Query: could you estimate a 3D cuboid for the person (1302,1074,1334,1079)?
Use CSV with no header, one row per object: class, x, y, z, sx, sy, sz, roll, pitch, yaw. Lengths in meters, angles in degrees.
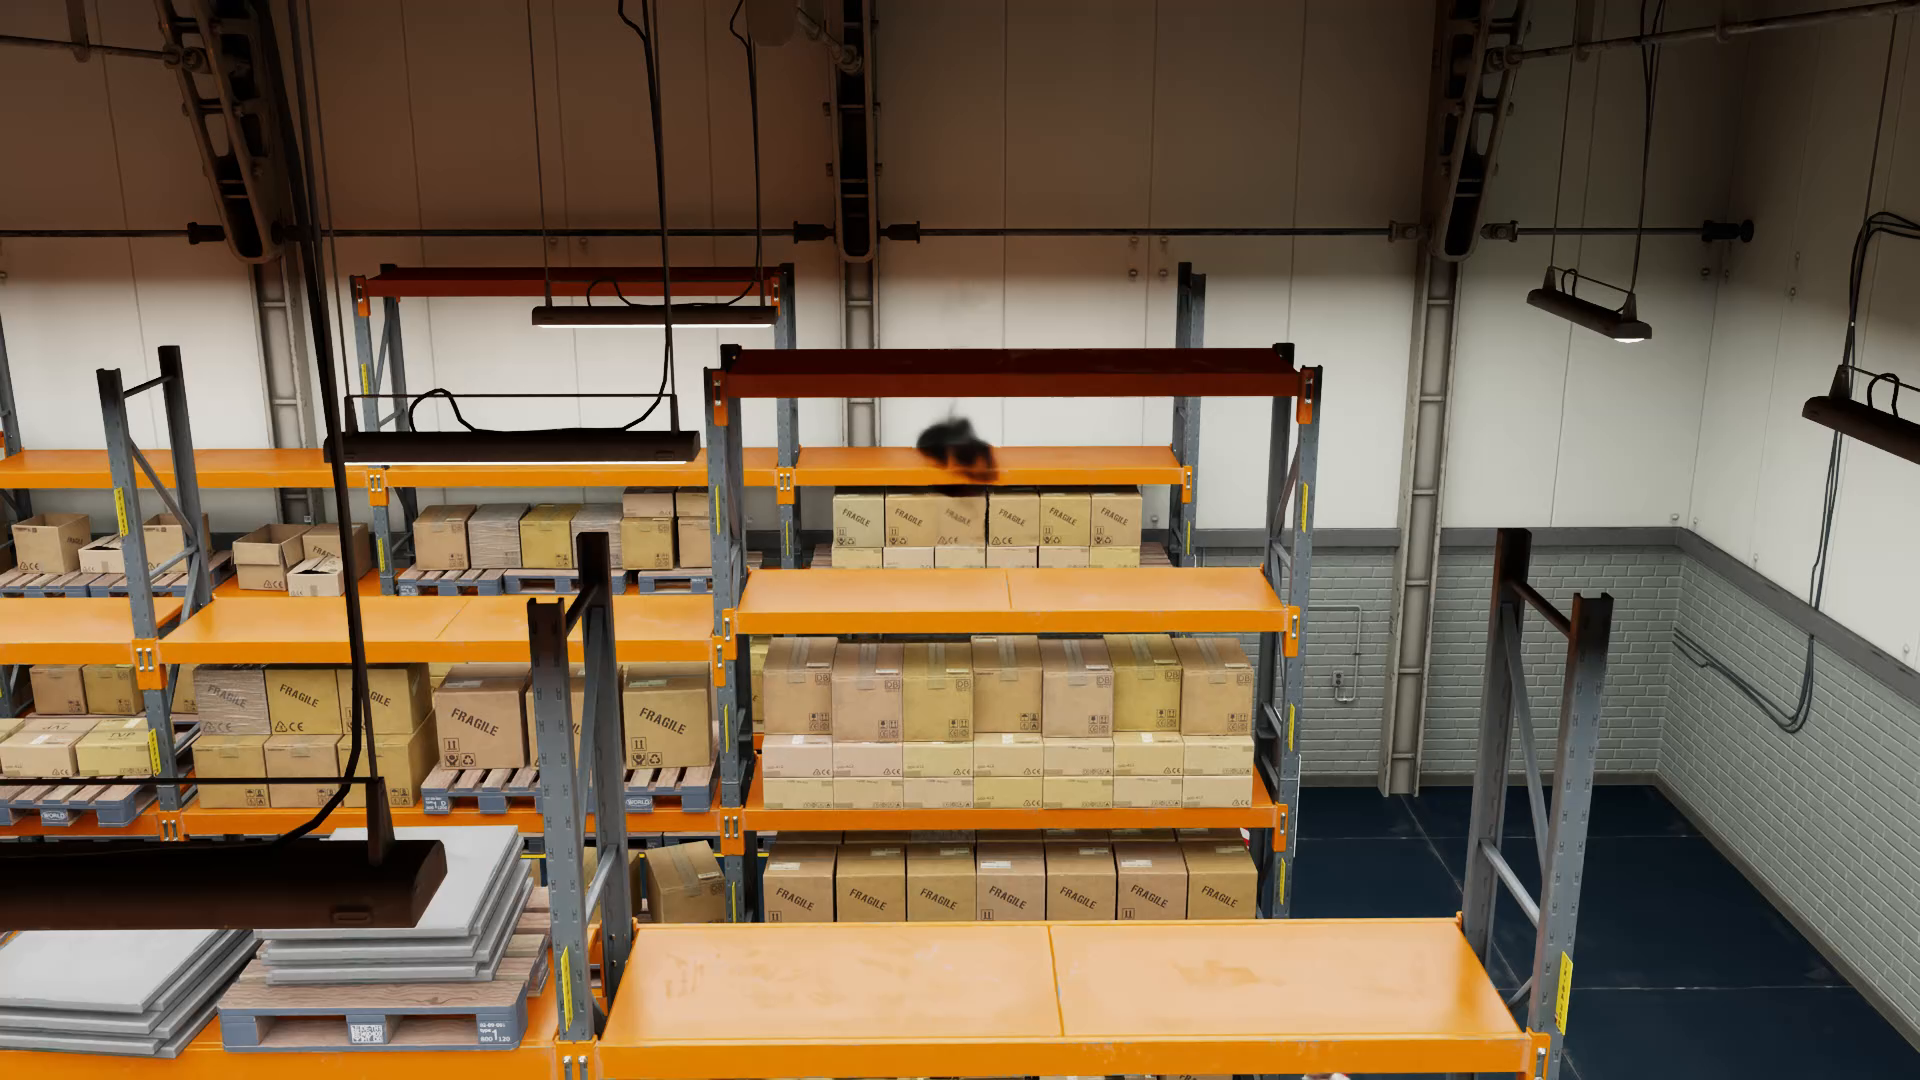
person,2.491,4.181,11.431,0.571,1.542,0.596,-8,18,-26
